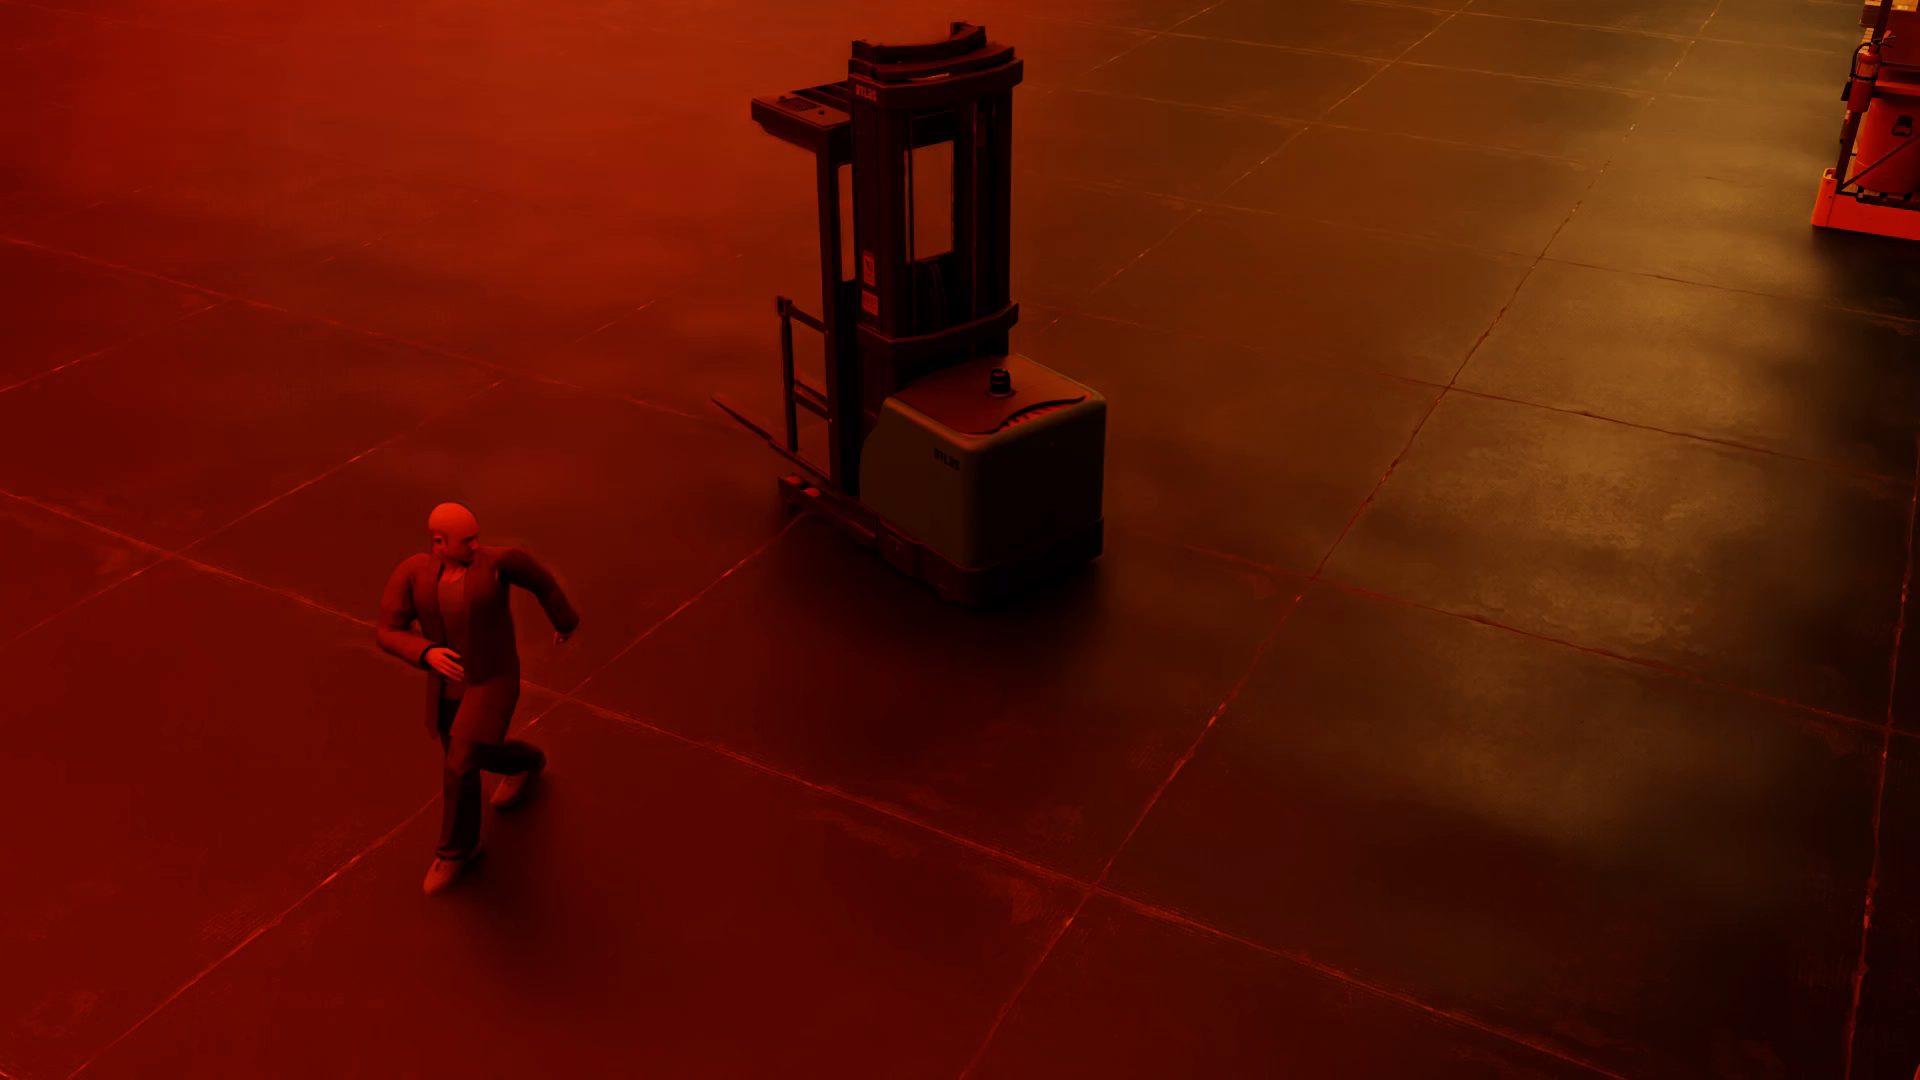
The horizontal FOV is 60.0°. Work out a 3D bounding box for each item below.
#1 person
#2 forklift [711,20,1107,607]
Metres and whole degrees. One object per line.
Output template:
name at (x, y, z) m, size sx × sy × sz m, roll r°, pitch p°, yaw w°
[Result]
person at (-2.135, 0.615, 7.289) m, size 0.607 × 1.706 × 1.007 m, roll 9°, pitch 31°, yaw 15°
forklift at (-0.476, -1.566, 9.783) m, size 1.130 × 2.935 × 3.031 m, roll -22°, pitch 37°, yaw -33°
